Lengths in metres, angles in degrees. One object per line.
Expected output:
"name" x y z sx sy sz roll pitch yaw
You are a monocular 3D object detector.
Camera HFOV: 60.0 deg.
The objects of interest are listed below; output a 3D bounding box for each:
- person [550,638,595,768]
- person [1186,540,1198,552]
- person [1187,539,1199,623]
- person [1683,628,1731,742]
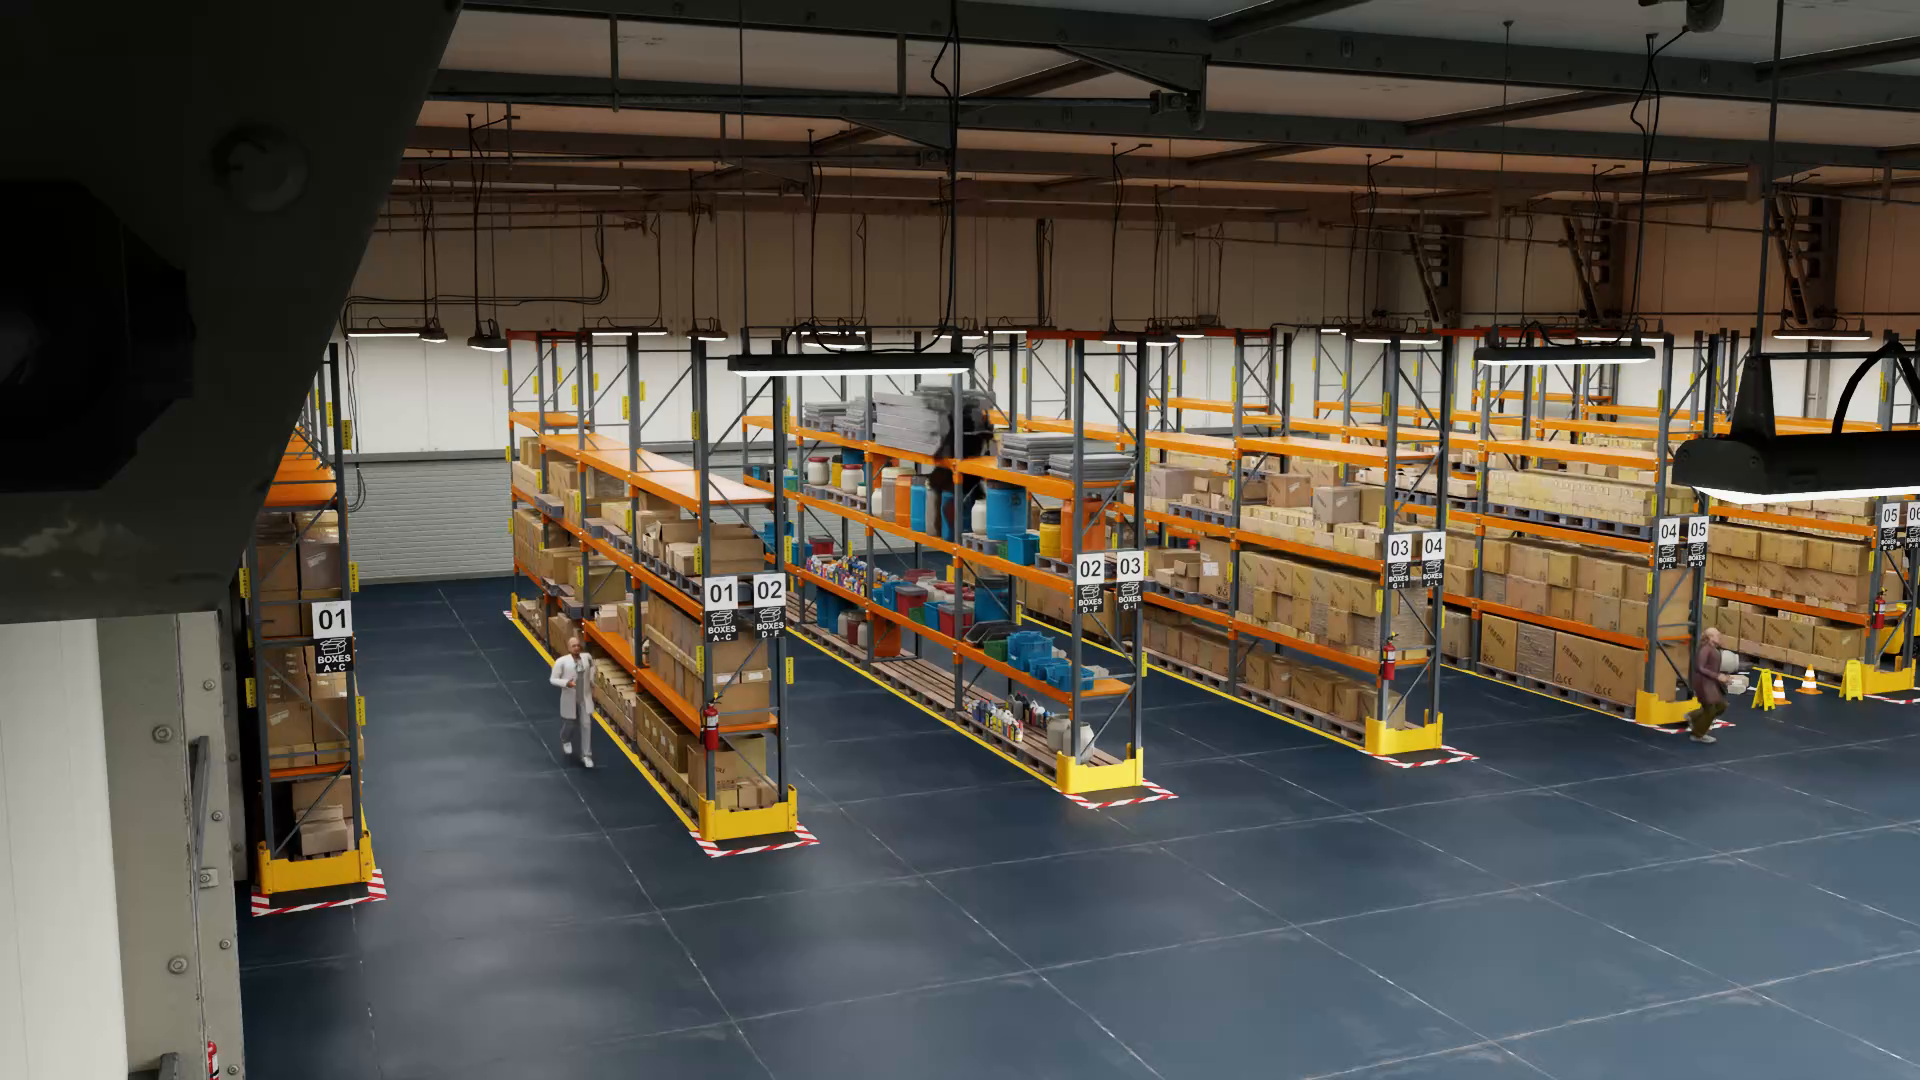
"person" -5.404 2.243 23.406 0.714 1.763 1.082 -5 9 -30
"person" 4.851 0.826 34.435 0.586 1.649 0.550 -6 10 -36
"person" 4.641 0.899 33.366 0.652 1.838 0.836 -4 9 -29
"person" 11.028 2.138 24.527 0.660 1.724 0.709 6 10 36
